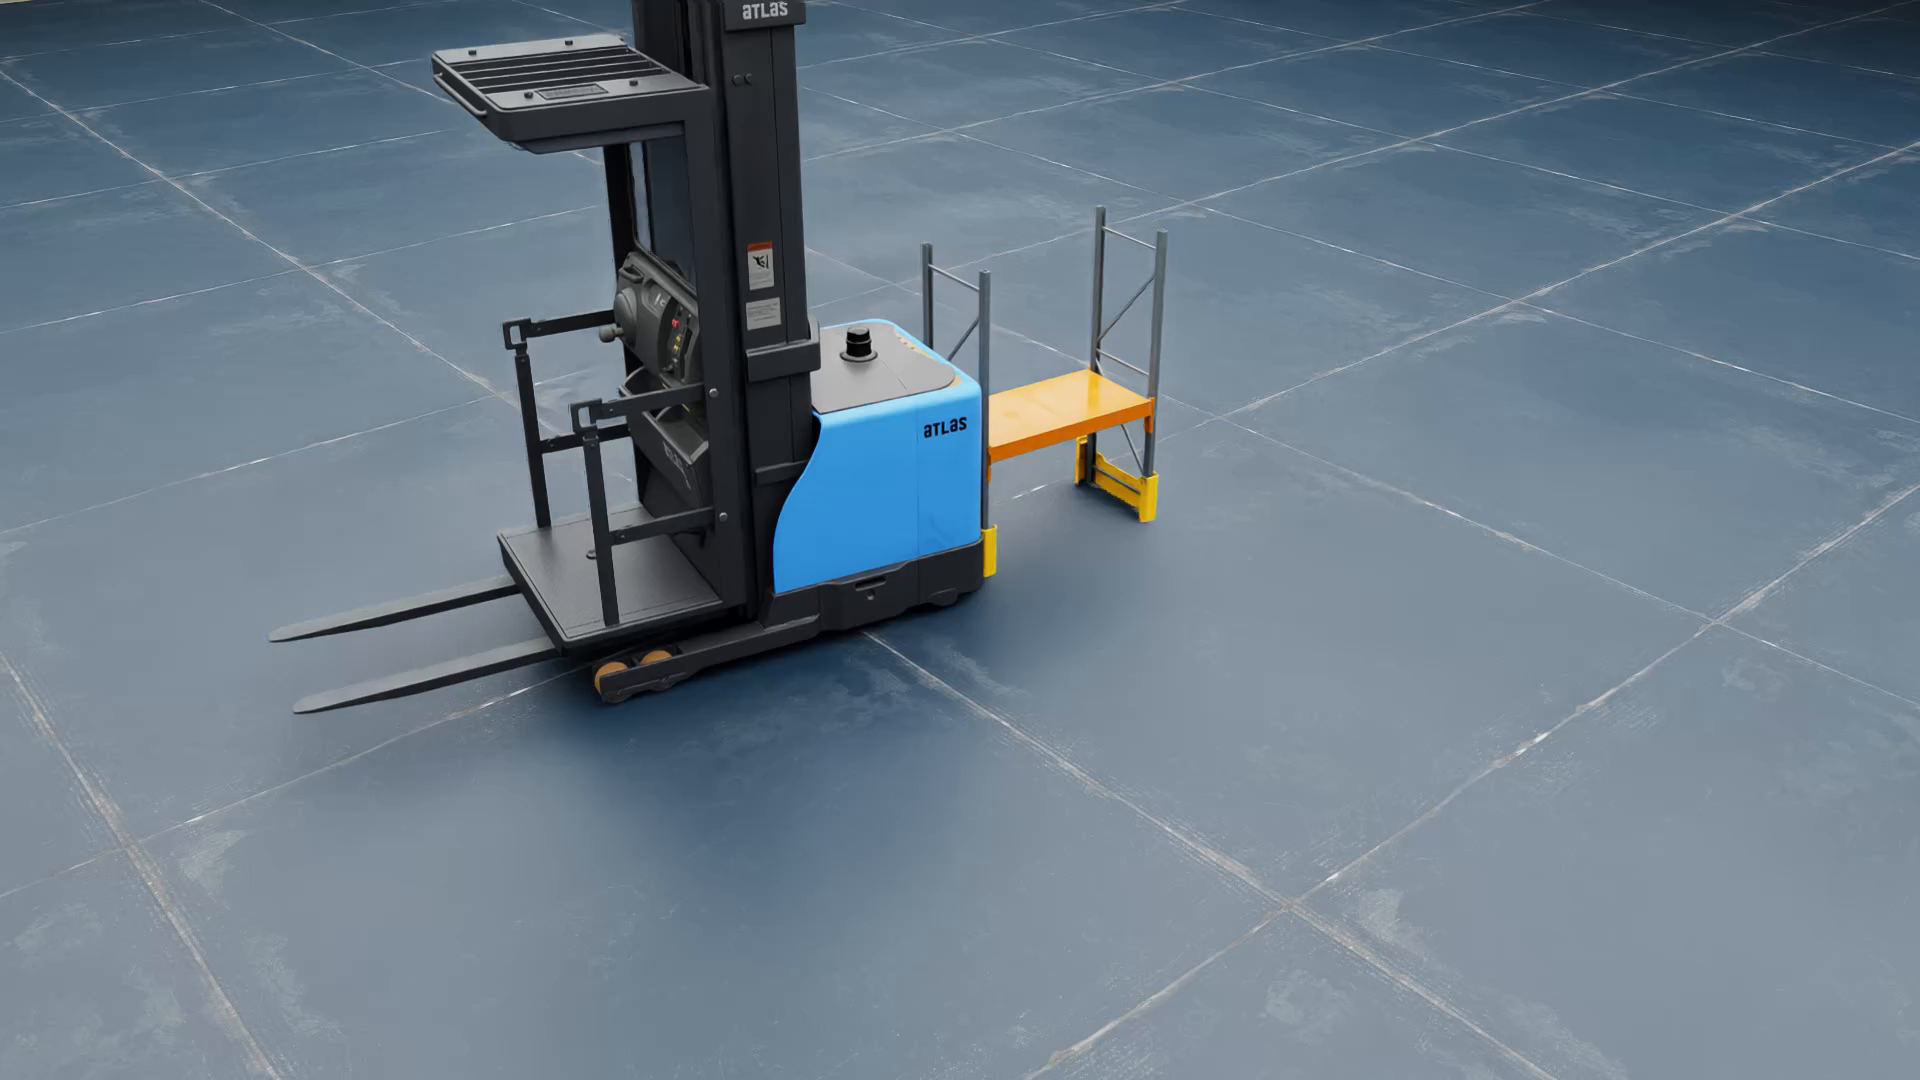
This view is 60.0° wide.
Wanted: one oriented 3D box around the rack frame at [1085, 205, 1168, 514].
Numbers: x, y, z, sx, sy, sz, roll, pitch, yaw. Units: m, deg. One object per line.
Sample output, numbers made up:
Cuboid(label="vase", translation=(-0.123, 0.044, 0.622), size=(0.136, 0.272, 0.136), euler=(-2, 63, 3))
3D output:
Cuboid(label="rack frame", translation=(0.818, -0.875, 8.297), size=(0.032, 1.500, 0.500), euler=(-18, 33, -30))

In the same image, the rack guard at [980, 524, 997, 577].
Cuboid(label="rack guard", translation=(-0.019, -0.053, 8.084), size=(0.087, 0.250, 0.587), euler=(-18, 33, -30))

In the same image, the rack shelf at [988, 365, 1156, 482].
Cuboid(label="rack shelf", translation=(0.399, -0.581, 8.128), size=(1.000, 0.185, 0.538), euler=(-18, 33, -30))

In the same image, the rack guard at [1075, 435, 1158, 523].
Cuboid(label="rack guard", translation=(0.802, -0.319, 8.581), size=(0.087, 0.250, 0.587), euler=(-18, 33, -30))

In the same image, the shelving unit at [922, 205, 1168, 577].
Cuboid(label="shelving unit", translation=(0.391, -0.737, 8.038), size=(1.083, 1.500, 0.587), euler=(-18, 33, -30))

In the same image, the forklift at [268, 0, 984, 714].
Cuboid(label="forklift", translation=(-1.435, -0.896, 6.816), size=(3.031, 2.935, 1.130), euler=(-14, 31, -25))

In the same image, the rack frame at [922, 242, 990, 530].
Cuboid(label="rack frame", translation=(-0.020, -0.604, 7.789), size=(0.032, 1.500, 0.500), euler=(-18, 33, -30))
